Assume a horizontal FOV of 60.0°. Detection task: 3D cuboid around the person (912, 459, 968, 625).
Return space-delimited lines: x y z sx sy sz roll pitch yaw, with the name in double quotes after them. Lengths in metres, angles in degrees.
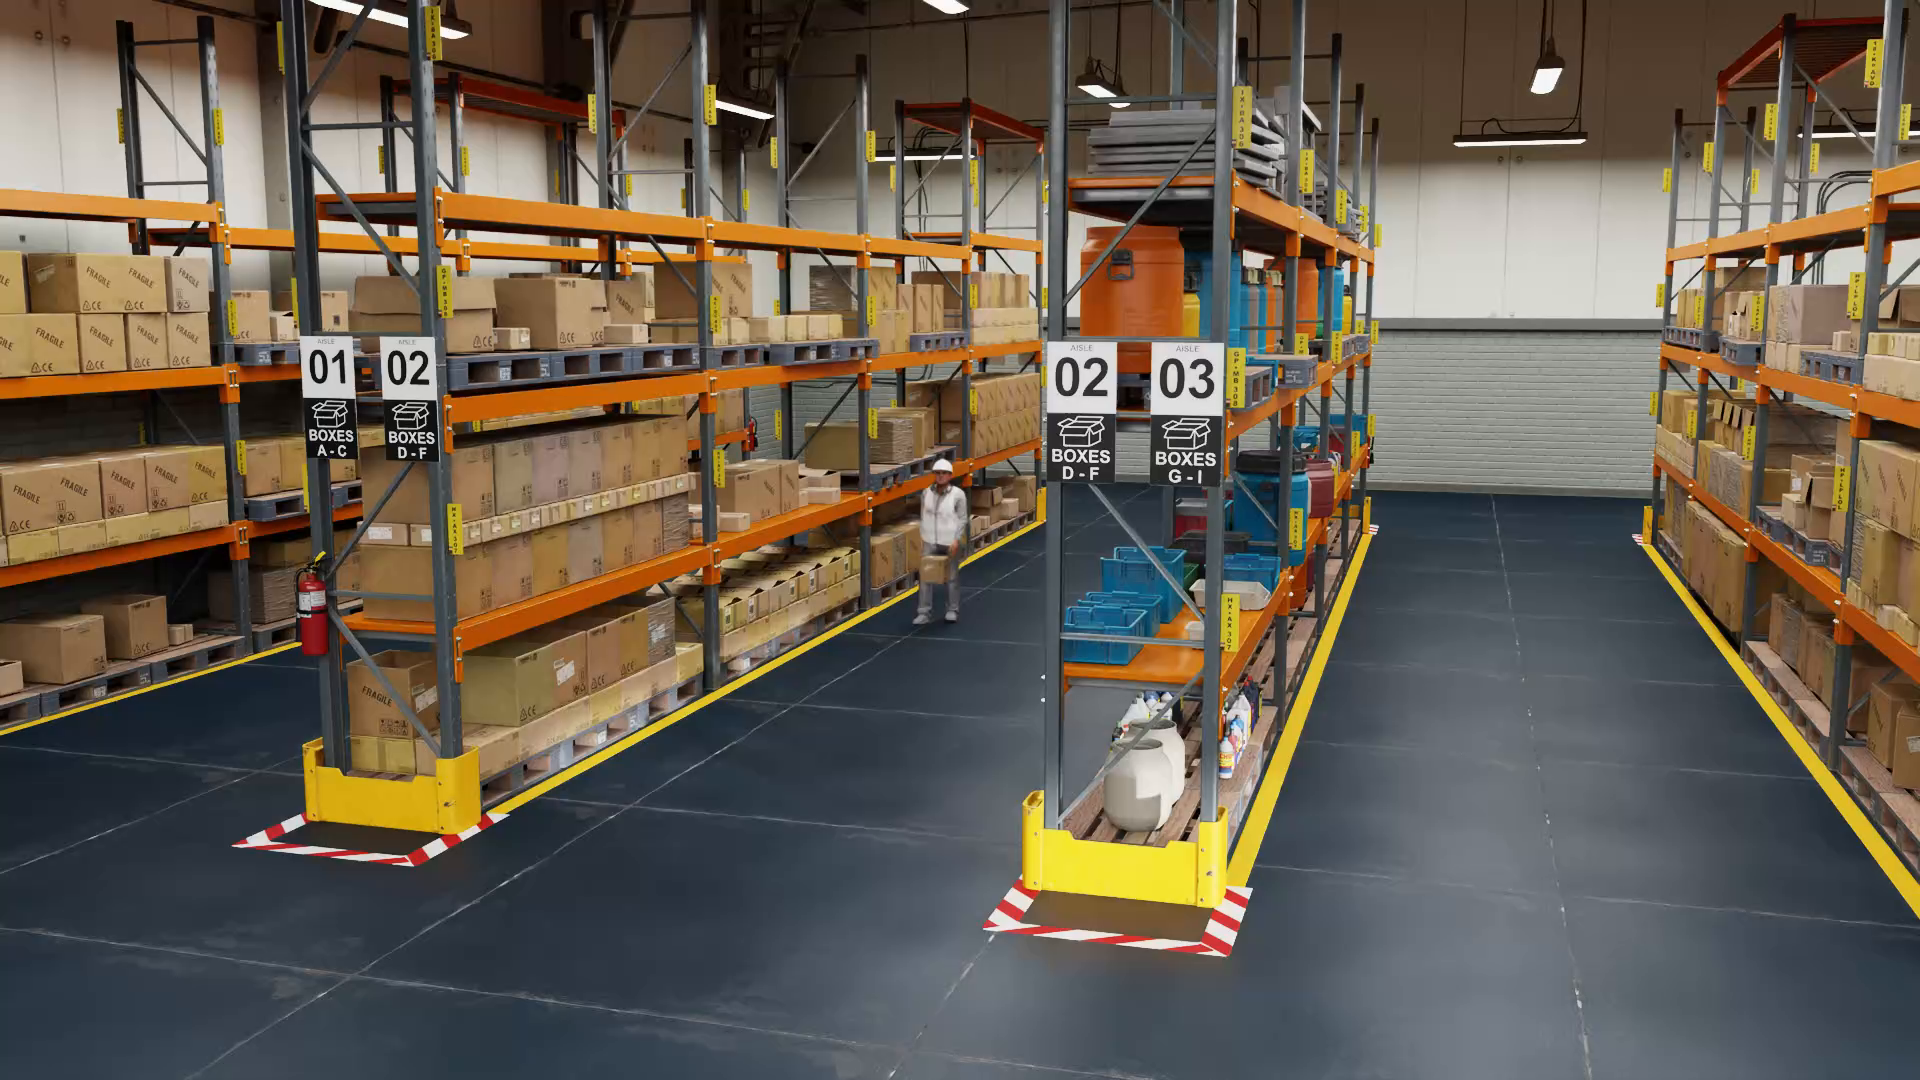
-0.196 0.020 17.548 0.546 1.750 0.826 2 9 16 "person"
